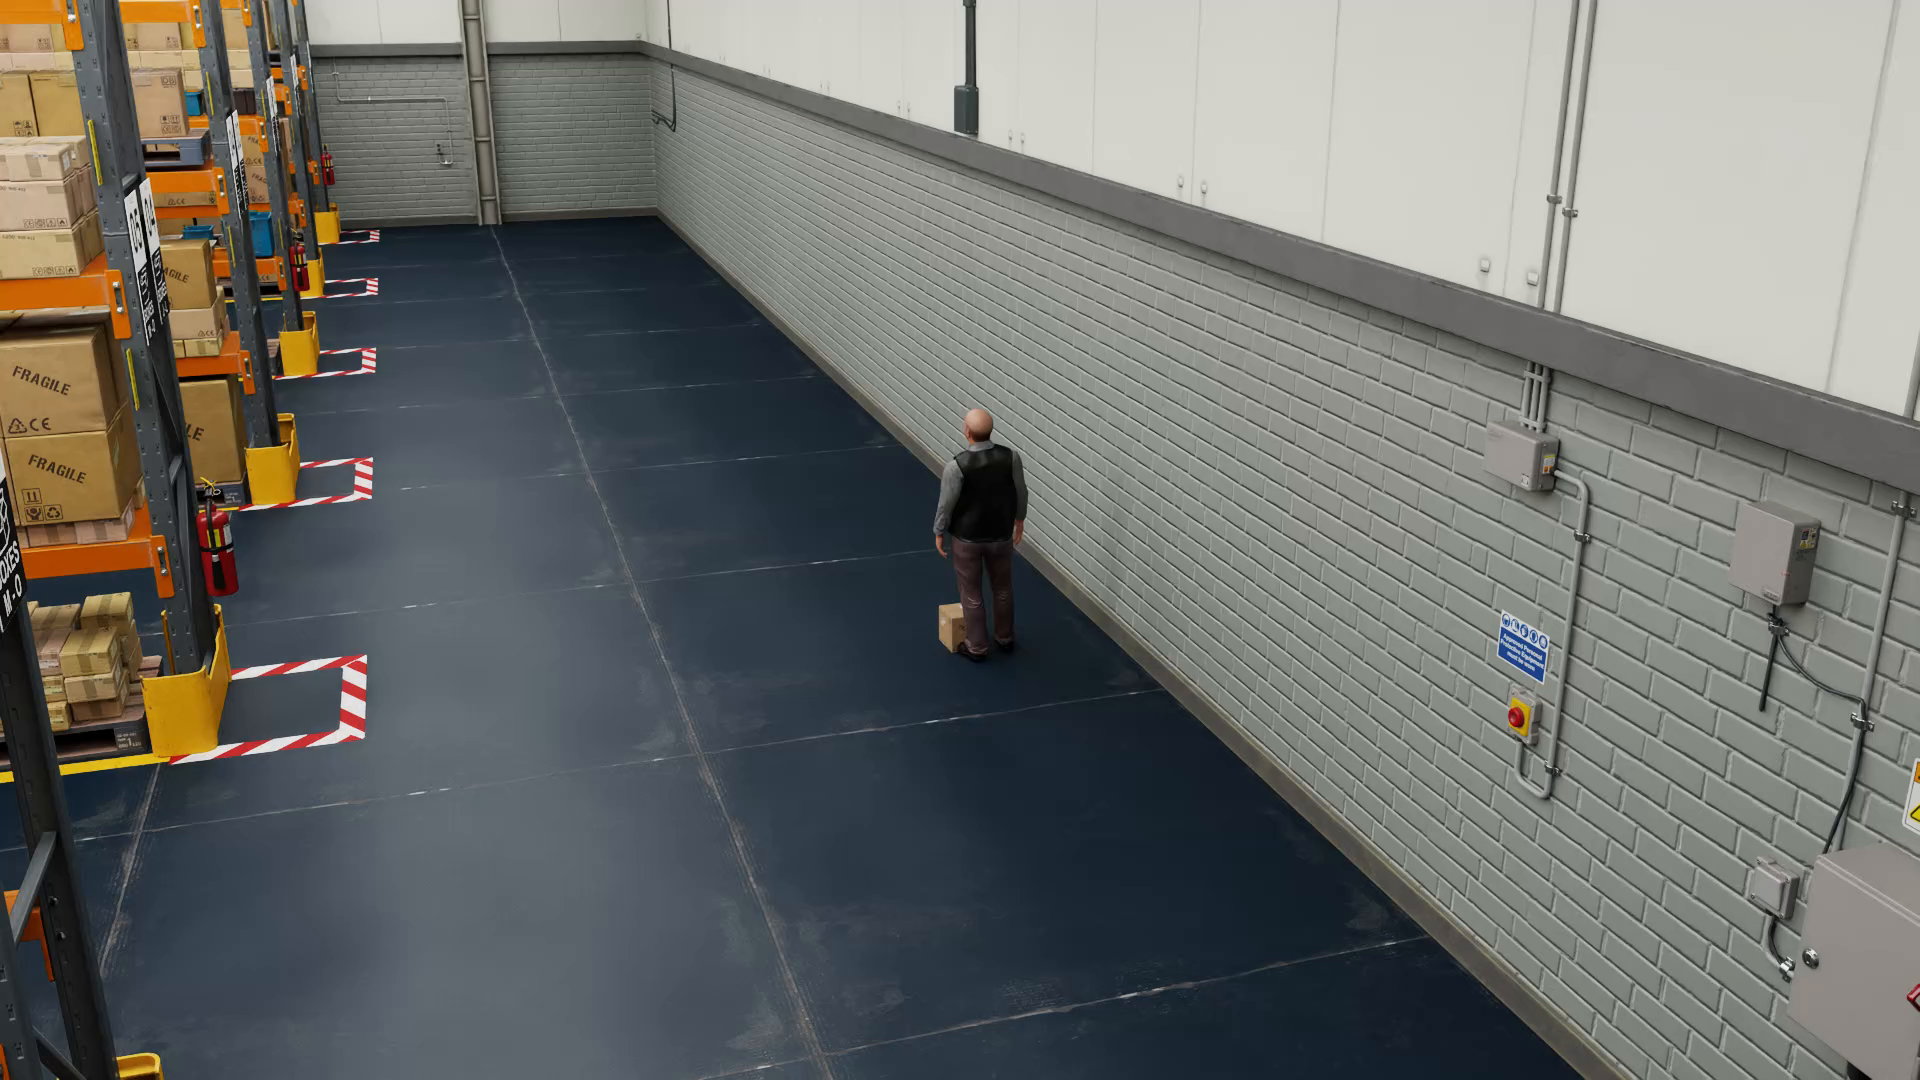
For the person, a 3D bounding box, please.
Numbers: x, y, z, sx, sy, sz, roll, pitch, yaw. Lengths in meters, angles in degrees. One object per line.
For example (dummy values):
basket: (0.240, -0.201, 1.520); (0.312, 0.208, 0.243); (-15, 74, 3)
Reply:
person: (0.118, -0.047, 10.833); (0.633, 1.722, 0.566); (-6, 20, -17)
